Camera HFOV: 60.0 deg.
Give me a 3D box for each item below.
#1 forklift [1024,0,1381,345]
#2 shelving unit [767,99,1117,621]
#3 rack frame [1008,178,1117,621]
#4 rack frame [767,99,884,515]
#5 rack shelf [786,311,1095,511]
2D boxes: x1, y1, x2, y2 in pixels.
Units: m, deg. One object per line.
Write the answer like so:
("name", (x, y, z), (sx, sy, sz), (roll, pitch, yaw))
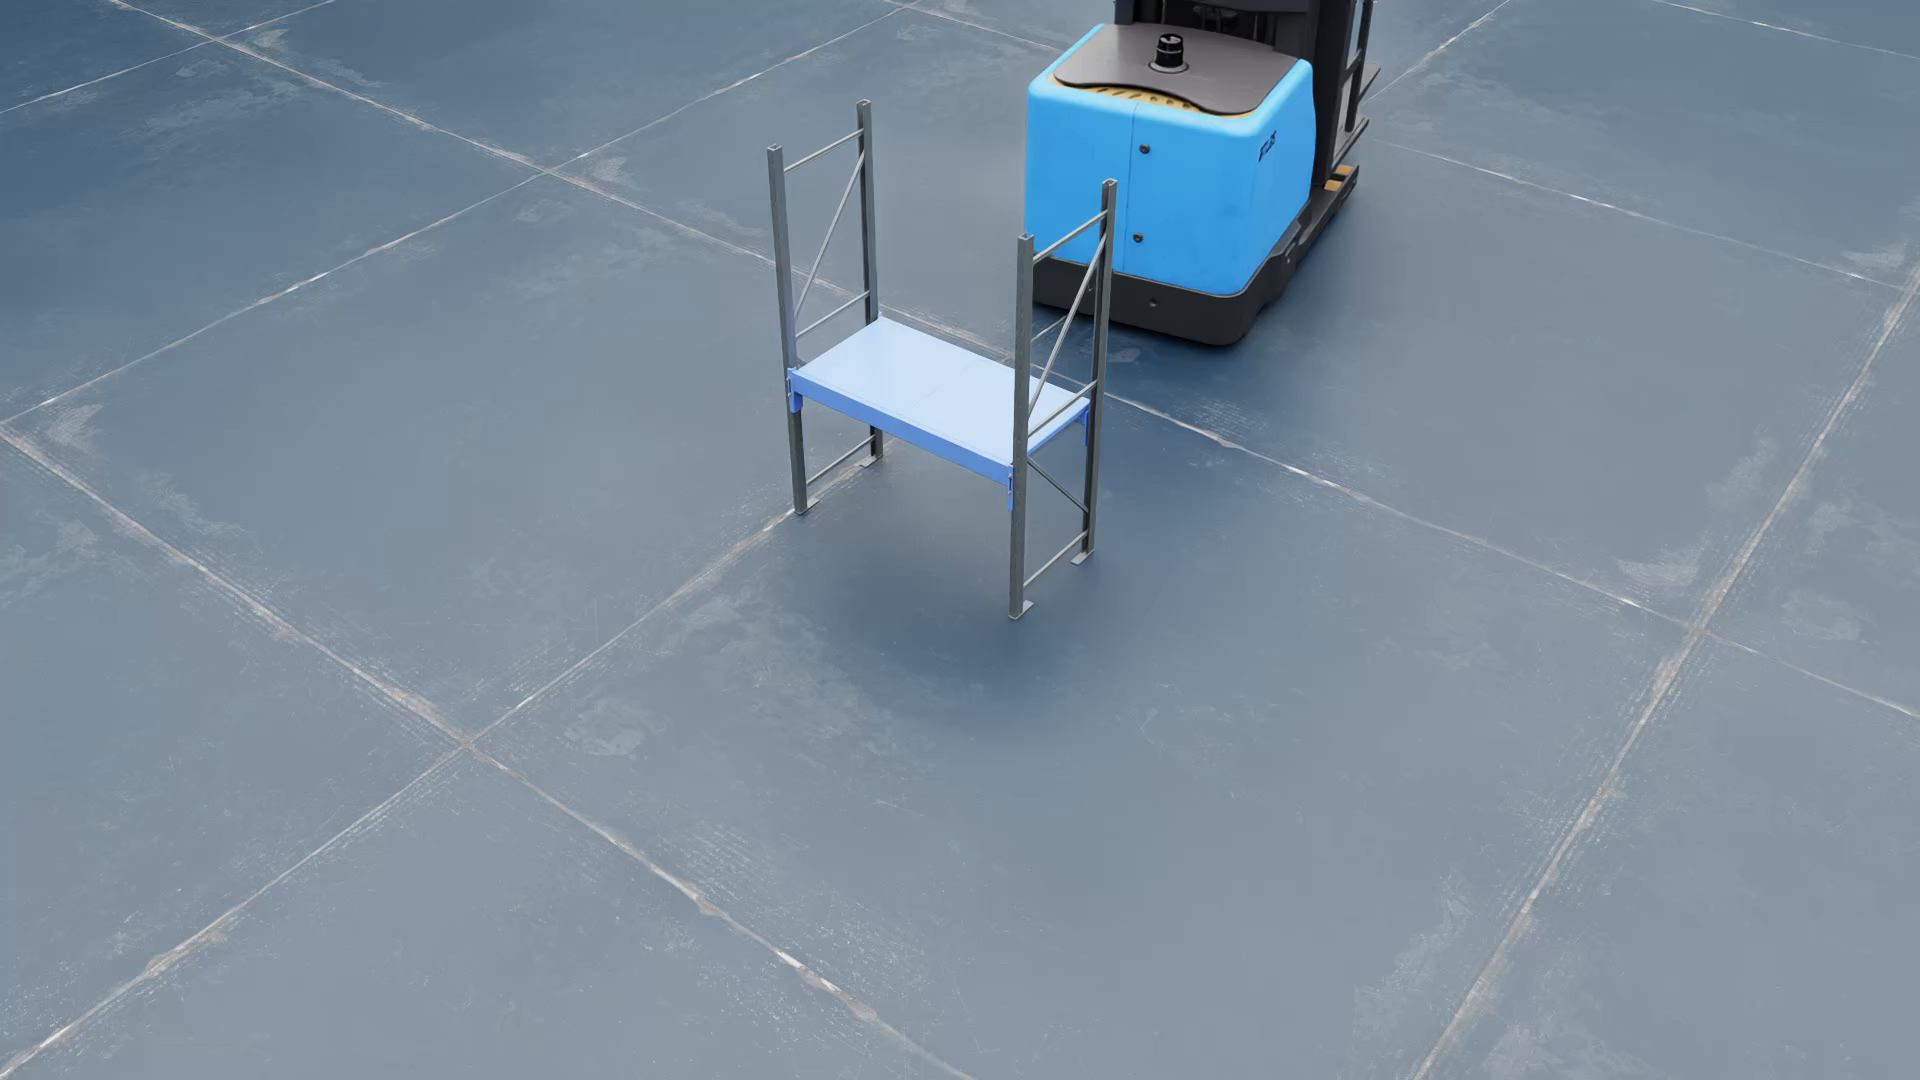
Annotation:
("forklift", (1.376, -2.899, 7.575), (1.130, 2.935, 3.031), (17, 41, 20))
("shelving unit", (-0.068, -0.622, 5.828), (1.048, 1.500, 0.538), (25, 45, 29))
("rack frame", (0.336, -0.432, 5.585), (0.032, 1.500, 0.500), (25, 45, 29))
("rack frame", (-0.472, -0.813, 6.072), (0.032, 1.500, 0.500), (25, 45, 29))
("rack shelf", (-0.068, -0.481, 5.939), (1.000, 0.185, 0.538), (25, 45, 29))
